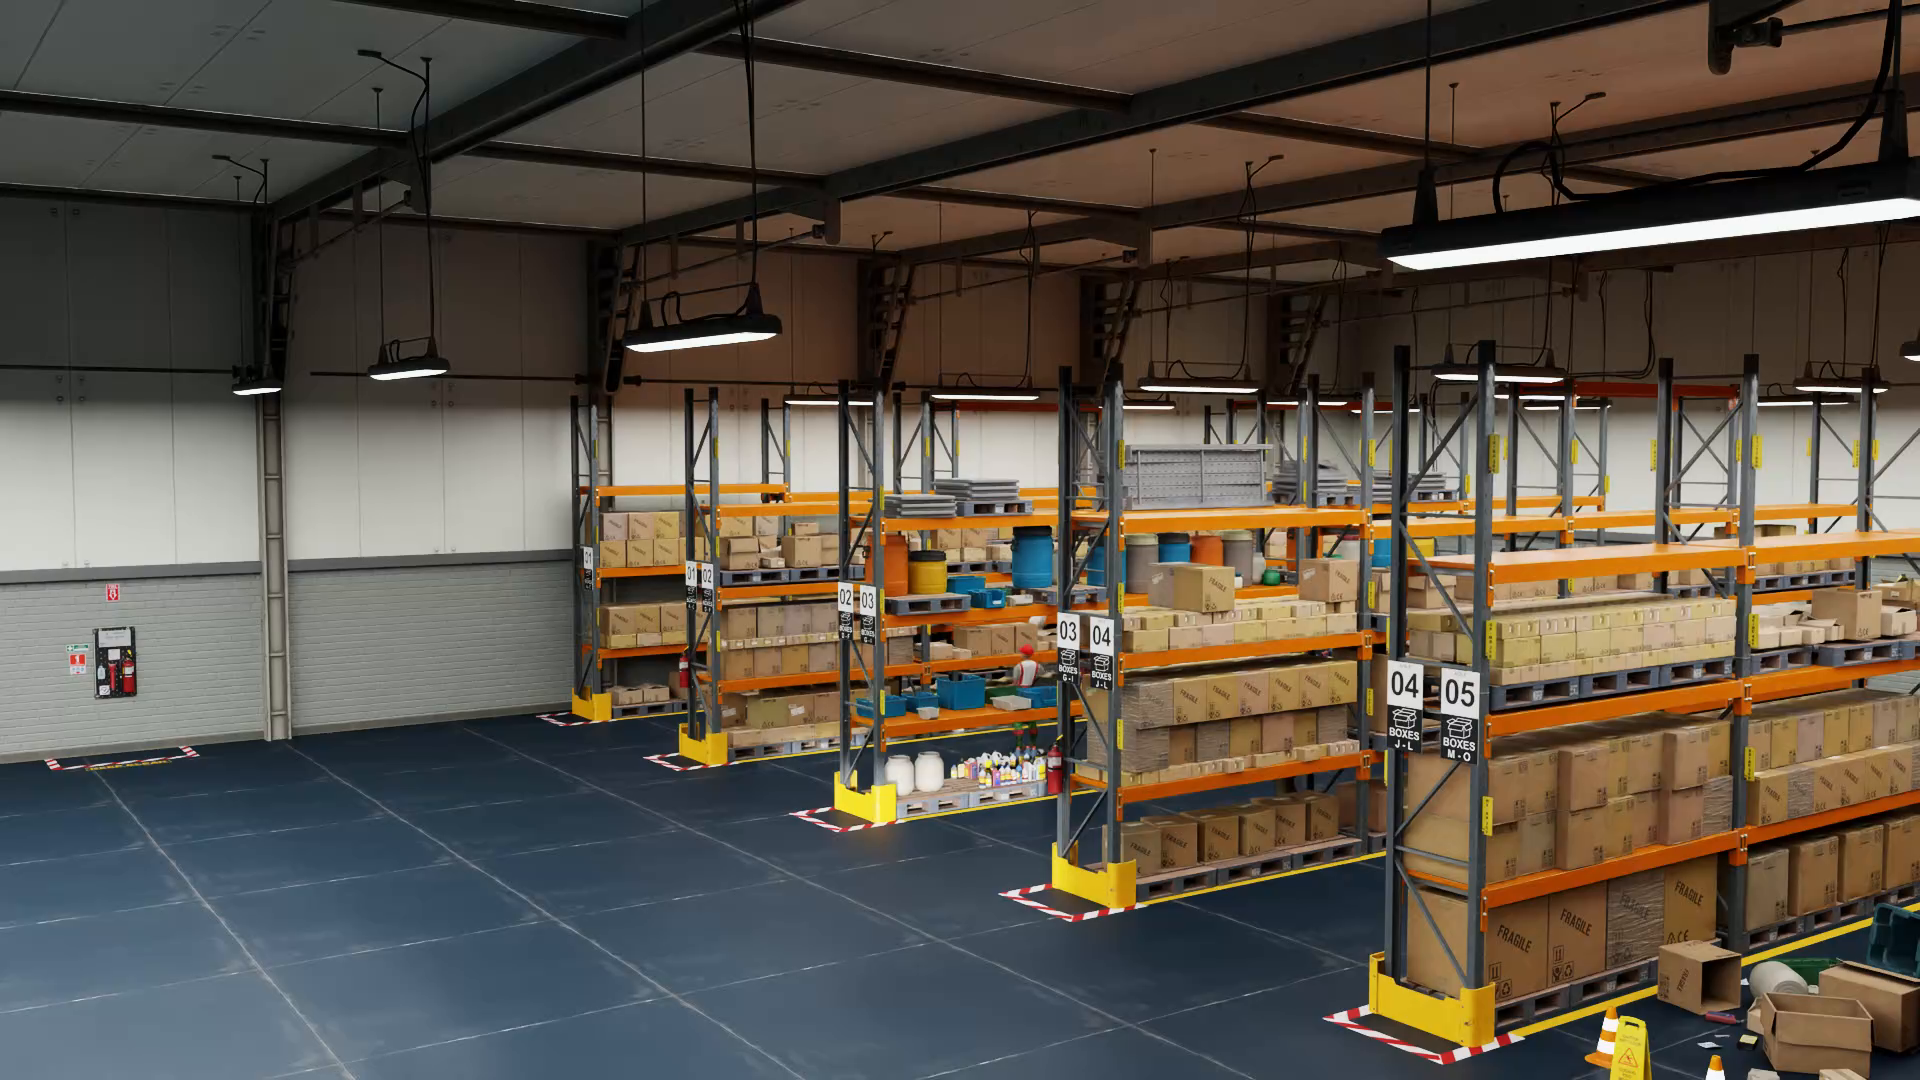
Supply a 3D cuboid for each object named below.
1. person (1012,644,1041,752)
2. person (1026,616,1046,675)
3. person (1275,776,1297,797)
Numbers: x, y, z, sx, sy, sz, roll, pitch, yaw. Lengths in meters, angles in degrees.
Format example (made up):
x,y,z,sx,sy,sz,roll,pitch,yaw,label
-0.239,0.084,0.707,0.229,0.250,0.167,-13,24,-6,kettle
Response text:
x,y,z,sx,sy,sz,roll,pitch,yaw,label
1.091,2.608,27.798,0.564,1.784,0.657,0,3,-7,person
1.492,2.145,33.522,0.713,1.766,0.690,0,3,-2,person
4.396,2.913,22.592,0.445,1.790,0.579,2,4,29,person
